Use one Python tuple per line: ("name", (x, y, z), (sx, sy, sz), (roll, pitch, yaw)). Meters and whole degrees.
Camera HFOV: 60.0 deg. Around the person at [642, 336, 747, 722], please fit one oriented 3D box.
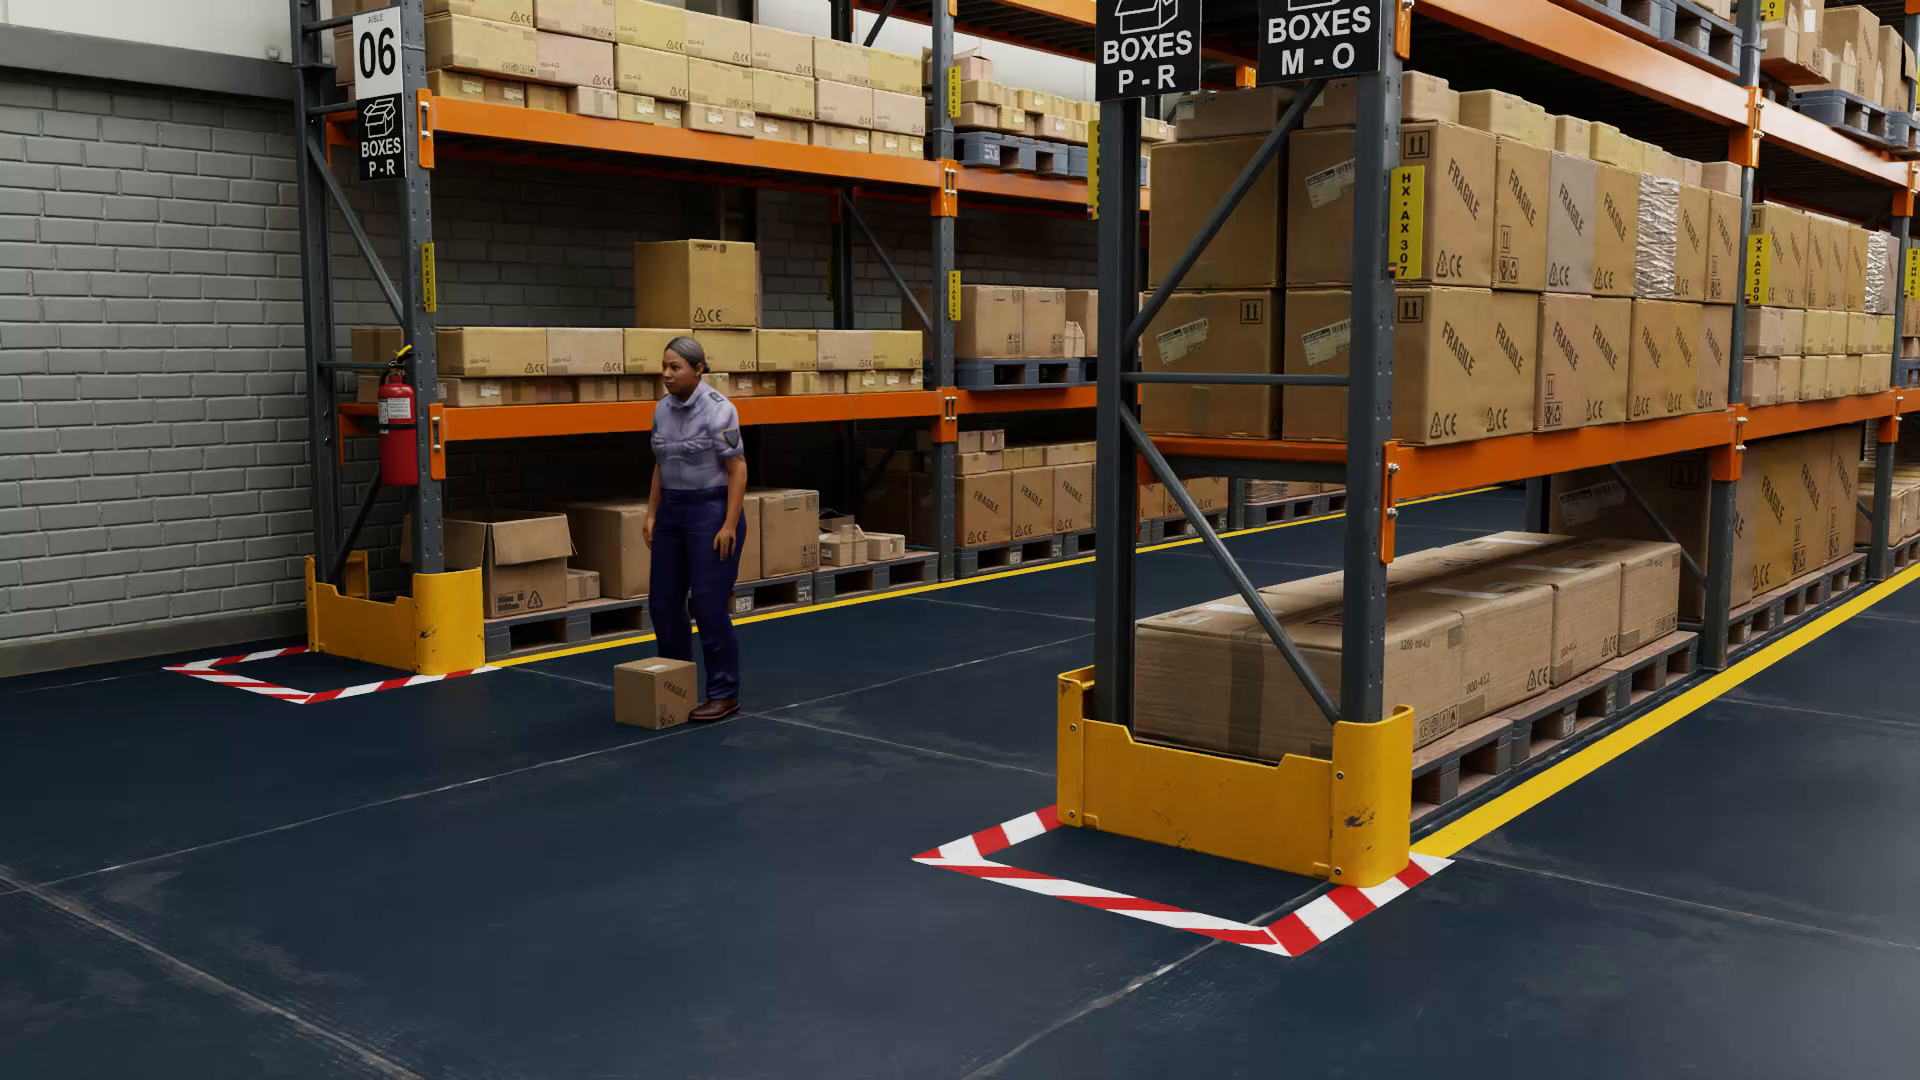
("person", (-1.162, -0.059, 7.267), (0.557, 1.652, 0.364), (5, 8, 37))
